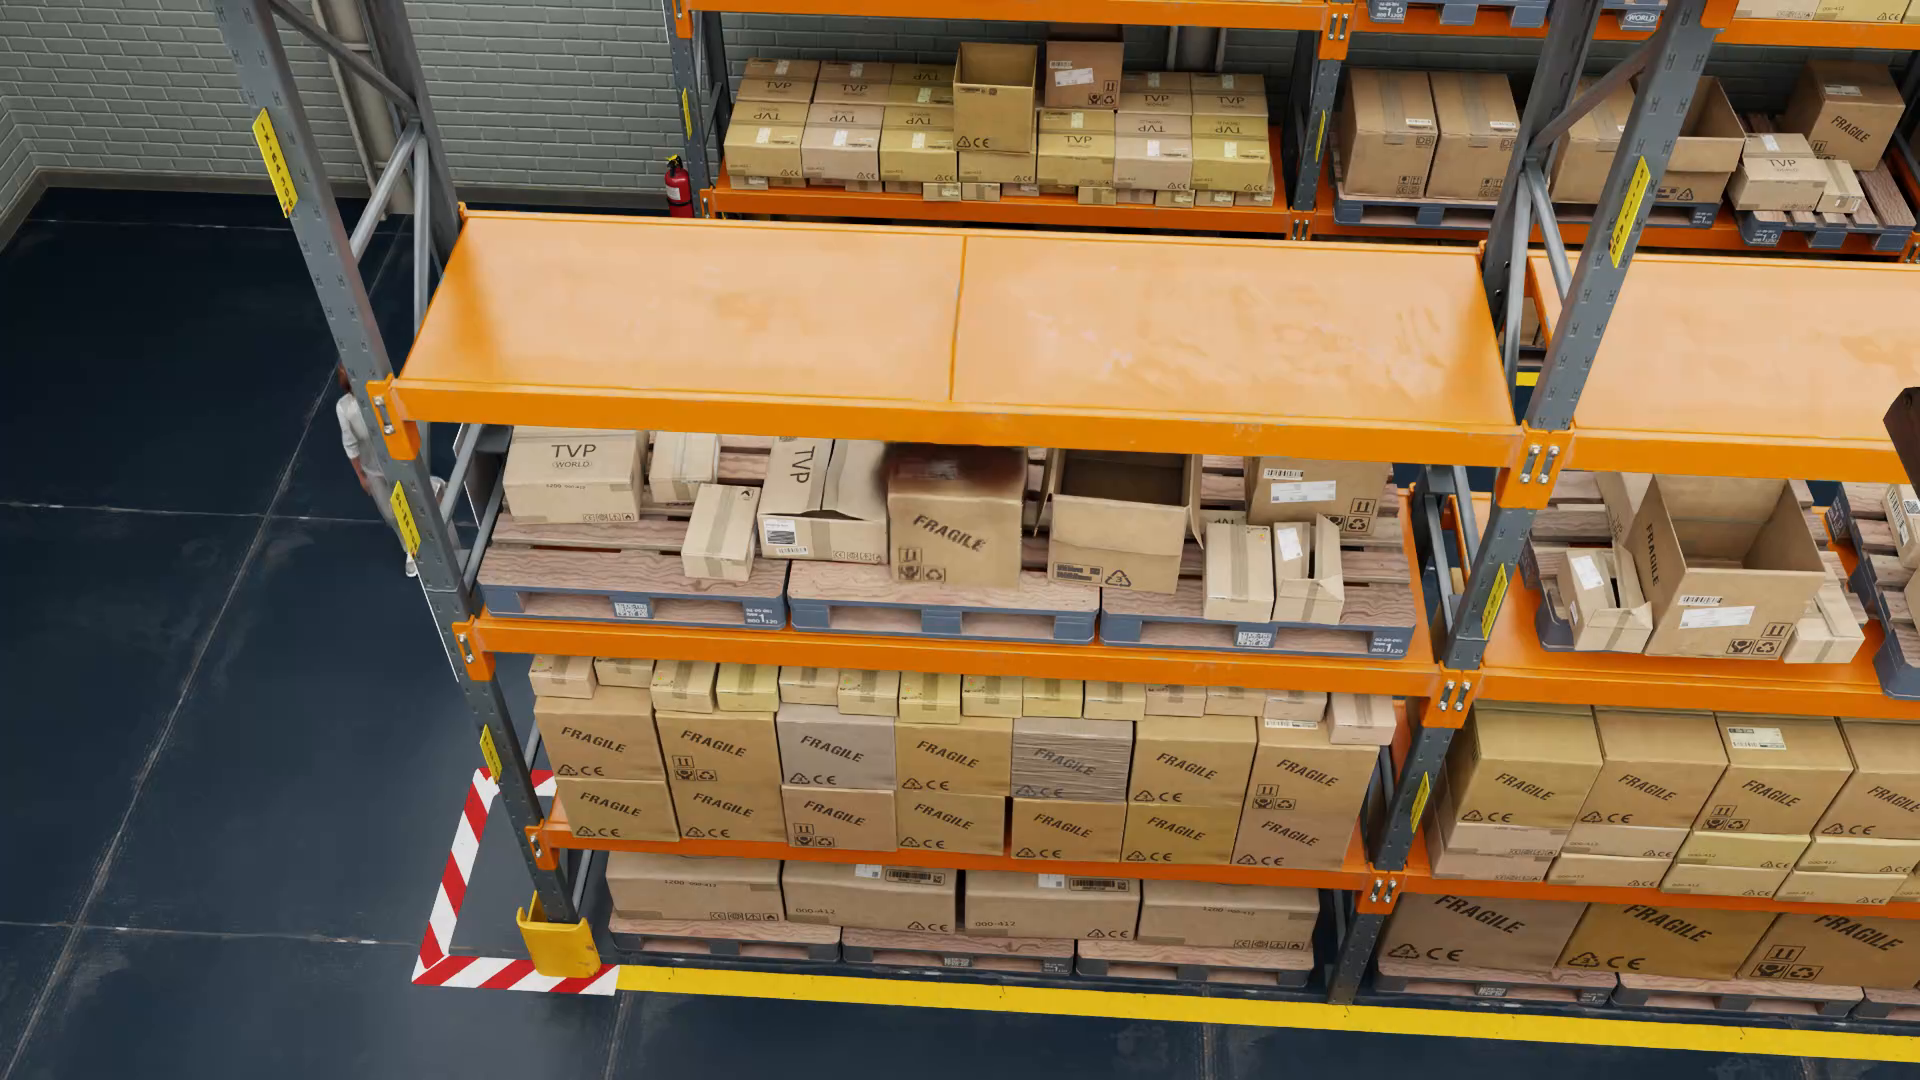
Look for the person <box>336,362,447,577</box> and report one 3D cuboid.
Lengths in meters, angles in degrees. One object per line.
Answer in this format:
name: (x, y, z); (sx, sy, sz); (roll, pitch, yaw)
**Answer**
person: (-3.461, -0.500, 10.118); (0.437, 1.566, 0.608); (-1, 48, -1)
